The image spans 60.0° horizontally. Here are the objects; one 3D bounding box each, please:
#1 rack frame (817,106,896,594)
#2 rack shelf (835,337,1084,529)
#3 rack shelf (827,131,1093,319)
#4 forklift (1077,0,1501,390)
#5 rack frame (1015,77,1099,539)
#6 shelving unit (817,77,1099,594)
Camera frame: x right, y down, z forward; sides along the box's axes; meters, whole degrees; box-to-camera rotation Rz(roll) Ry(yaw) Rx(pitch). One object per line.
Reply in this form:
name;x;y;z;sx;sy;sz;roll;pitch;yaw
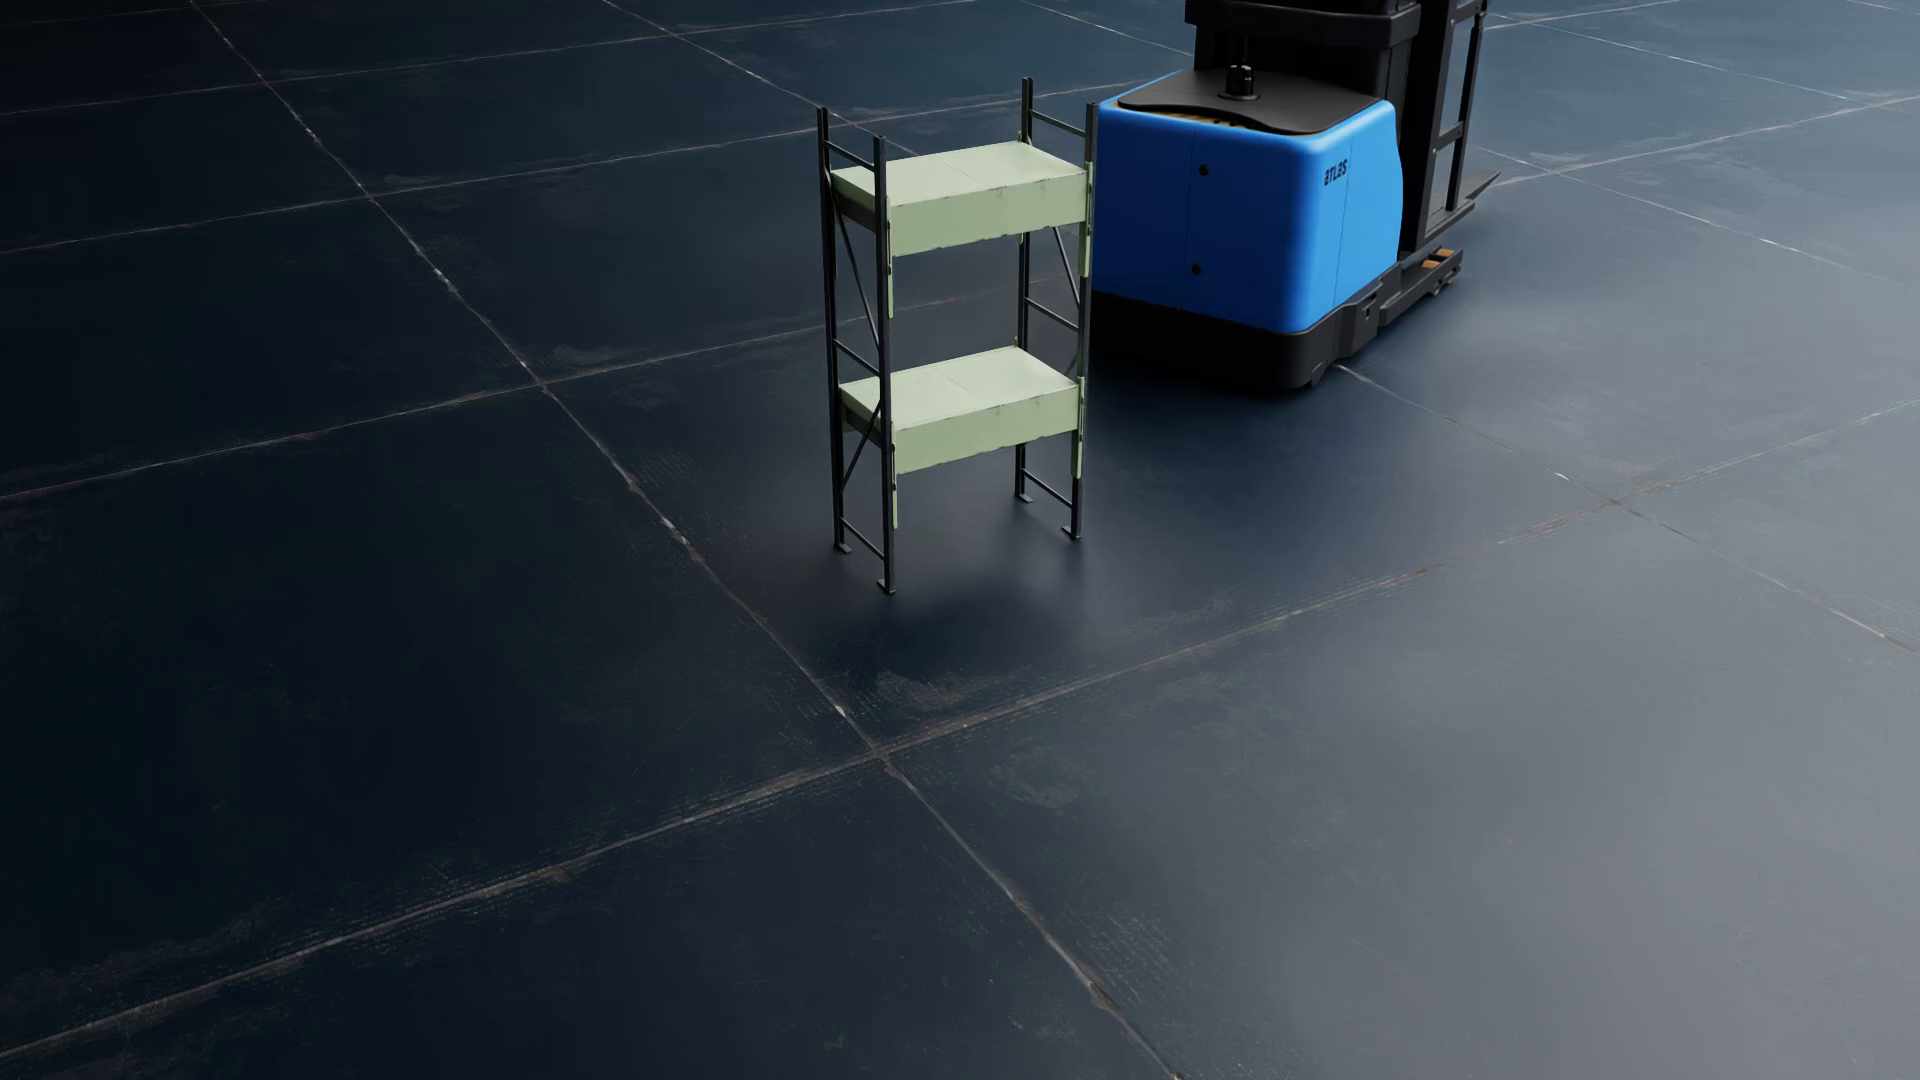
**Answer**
rack frame;-0.321;-0.565;5.222;0.023;1.500;0.400;-16;33;-26
rack shelf;-0.006;-0.370;5.542;0.720;0.370;0.431;-16;33;-26
rack shelf;-0.006;-0.997;5.196;0.720;0.370;0.431;-16;33;-26
forklift;1.753;-2.551;7.339;1.130;2.935;3.031;18;34;30
rack frame;0.310;-0.745;5.547;0.023;1.500;0.400;-16;33;-26
shelving unit;-0.006;-0.655;5.385;0.755;1.500;0.431;-16;33;-26
